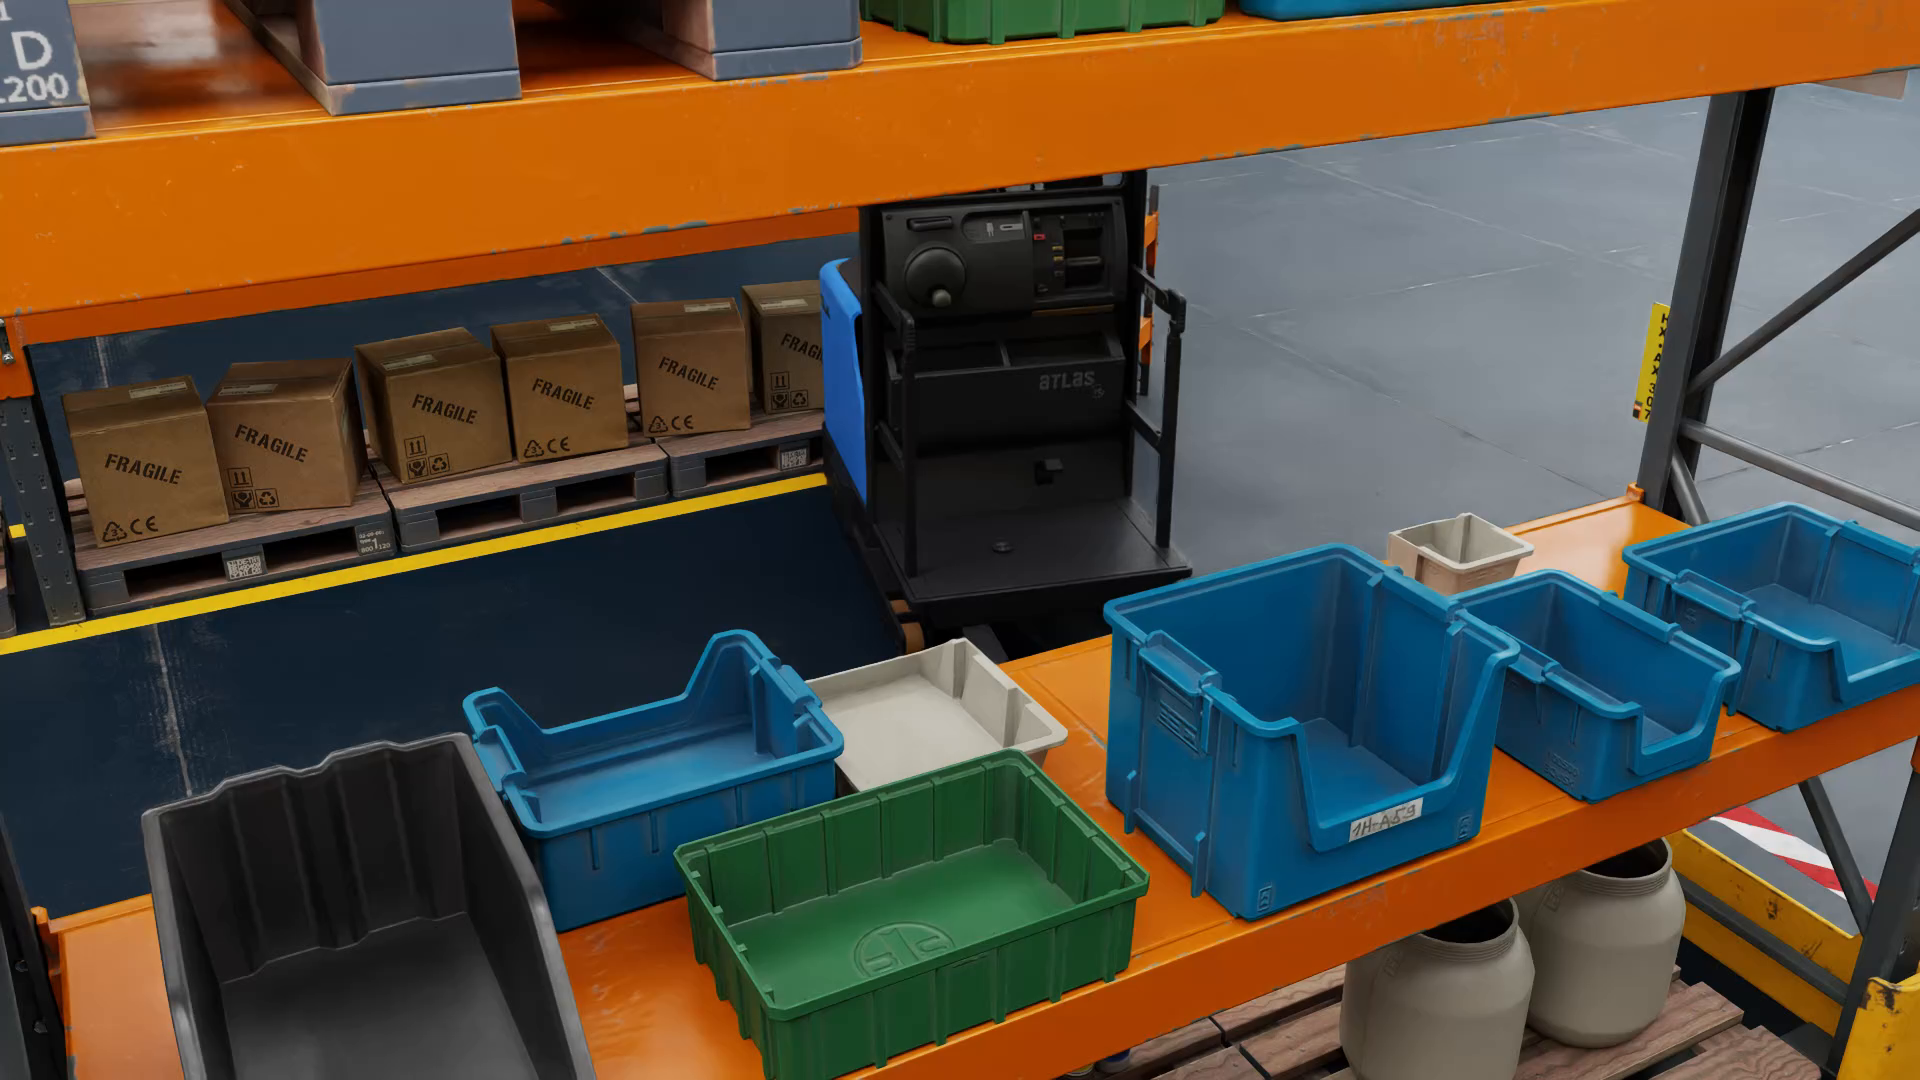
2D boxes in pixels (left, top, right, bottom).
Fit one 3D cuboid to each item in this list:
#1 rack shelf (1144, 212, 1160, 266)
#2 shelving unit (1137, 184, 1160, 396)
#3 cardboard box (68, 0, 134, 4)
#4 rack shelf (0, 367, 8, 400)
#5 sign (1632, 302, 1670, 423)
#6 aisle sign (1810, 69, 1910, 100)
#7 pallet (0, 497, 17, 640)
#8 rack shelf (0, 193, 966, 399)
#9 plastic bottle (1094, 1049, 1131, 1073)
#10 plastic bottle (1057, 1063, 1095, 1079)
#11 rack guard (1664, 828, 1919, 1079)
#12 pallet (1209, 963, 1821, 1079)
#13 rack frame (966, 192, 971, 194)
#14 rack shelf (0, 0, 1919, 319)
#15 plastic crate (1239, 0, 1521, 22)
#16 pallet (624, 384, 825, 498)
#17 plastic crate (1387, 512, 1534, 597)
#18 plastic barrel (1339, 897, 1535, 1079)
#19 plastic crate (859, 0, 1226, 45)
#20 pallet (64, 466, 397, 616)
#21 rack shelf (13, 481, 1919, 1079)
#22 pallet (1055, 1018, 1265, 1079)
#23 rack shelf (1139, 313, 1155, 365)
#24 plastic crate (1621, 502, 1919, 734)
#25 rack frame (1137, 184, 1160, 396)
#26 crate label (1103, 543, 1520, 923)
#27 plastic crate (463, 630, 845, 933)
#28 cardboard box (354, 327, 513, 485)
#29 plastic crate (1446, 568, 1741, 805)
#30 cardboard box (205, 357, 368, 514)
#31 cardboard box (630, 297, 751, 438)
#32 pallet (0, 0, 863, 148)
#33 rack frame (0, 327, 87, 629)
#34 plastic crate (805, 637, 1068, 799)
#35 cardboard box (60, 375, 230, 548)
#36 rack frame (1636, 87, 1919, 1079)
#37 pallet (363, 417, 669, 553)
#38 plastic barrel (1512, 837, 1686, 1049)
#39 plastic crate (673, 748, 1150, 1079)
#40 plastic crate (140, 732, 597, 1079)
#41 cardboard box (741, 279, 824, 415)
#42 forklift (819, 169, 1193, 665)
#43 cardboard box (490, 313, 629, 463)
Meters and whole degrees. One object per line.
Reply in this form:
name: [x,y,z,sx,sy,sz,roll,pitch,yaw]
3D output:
rack shelf: [0.581,-1.379,8.146,0.538,0.278,1.000,10,27,20]
shelving unit: [0.581,-1.115,8.273,0.538,1.125,1.048,10,27,20]
cardboard box: [-3.227,-1.830,5.982,0.500,0.500,0.500,-13,29,-25]
rack shelf: [-5.509,-0.474,5.603,4.000,0.370,1.077,-13,29,-25]
sign: [1.861,-0.465,4.432,0.005,0.325,0.100,-13,29,-25]
aisle sign: [2.042,-1.427,3.754,0.004,0.787,0.394,-13,29,-25]
pallet: [-4.430,0.210,6.568,1.213,0.211,1.003,-13,29,-25]
rack shelf: [-1.979,-1.289,7.300,4.000,0.370,1.077,-13,29,-25]
plastic bottle: [0.370,1.153,4.027,0.097,0.271,0.097,0,26,0]
plastic bottle: [0.278,1.206,3.998,0.097,0.201,0.097,0,26,0]
rack guard: [2.071,1.031,4.524,0.348,0.500,1.175,-13,29,-25]
pallet: [1.352,1.325,4.246,1.213,0.211,1.003,-13,29,-25]
rack frame: [-0.215,-2.020,7.993,0.127,3.000,1.000,-13,29,-25]
rack shelf: [0.351,-0.749,2.711,4.000,0.370,1.077,-13,29,-25]
plastic crate: [0.575,-0.971,2.359,0.575,0.384,0.392,-13,29,-25]
pallet: [-1.015,-0.596,8.247,1.213,0.211,1.003,-13,29,-25]
plastic crate: [1.175,0.049,3.986,0.250,0.136,0.298,-13,29,-25]
plastic barrel: [1.129,1.069,3.948,0.421,0.512,0.421,0,26,0]
plastic crate: [0.107,-0.788,2.205,0.450,0.188,0.336,-13,29,-25]
pallet: [-3.168,-0.099,7.212,1.213,0.211,1.003,-13,29,-25]
rack shelf: [0.351,0.603,3.360,4.000,0.370,1.077,-13,29,-25]
pallet: [0.277,1.572,3.732,1.213,0.211,1.003,-13,29,-25]
rack shelf: [0.581,-0.895,8.378,0.538,0.278,1.000,10,27,20]
plastic crate: [1.815,0.154,3.635,0.616,0.251,0.499,-13,29,-25]
rack frame: [0.771,-1.319,8.698,0.500,1.125,0.032,10,27,20]
crate label: [0.619,0.333,3.049,0.616,0.435,0.502,-13,29,-25]
plastic crate: [-0.565,0.424,3.074,0.616,0.251,0.499,-13,29,-25]
cardboard box: [-2.360,-0.610,7.459,0.500,0.500,0.500,-16,30,-30]
plastic crate: [1.240,0.284,3.364,0.408,0.251,0.499,-13,29,-25]
cardboard box: [-2.870,-0.454,7.133,0.500,0.500,0.500,-4,26,-9]
cardboard box: [-1.285,-0.827,7.910,0.500,0.500,0.500,-6,26,-12]
pallet: [-0.823,-0.766,2.131,1.003,0.211,1.213,-13,29,-25]
rack frame: [-3.744,-1.206,6.296,0.127,3.000,1.000,-13,29,-25]
plastic crate: [-0.100,0.377,3.303,0.437,0.136,0.530,-13,29,-25]
cardboard box: [-3.372,-0.334,6.884,0.500,0.500,0.500,-14,29,-27]
rack frame: [2.116,-0.129,4.053,0.127,3.000,1.000,-13,29,-25]
pallet: [-2.090,-0.349,7.733,1.213,0.211,1.003,-13,29,-25]
plastic barrel: [1.571,0.967,4.160,0.421,0.512,0.421,0,26,0]
plastic crate: [-0.083,0.613,2.753,0.662,0.188,0.450,-13,29,-25]
plastic crate: [-0.892,0.656,2.490,0.504,0.338,0.767,-13,29,-25]
cardboard box: [-0.773,-0.962,8.191,0.500,0.500,0.500,-8,27,-16]
forklift: [0.229,-1.032,6.014,1.130,2.935,3.031,-6,26,-13]
cardboard box: [-1.846,-0.707,7.660,0.500,0.500,0.500,-10,27,-20]
